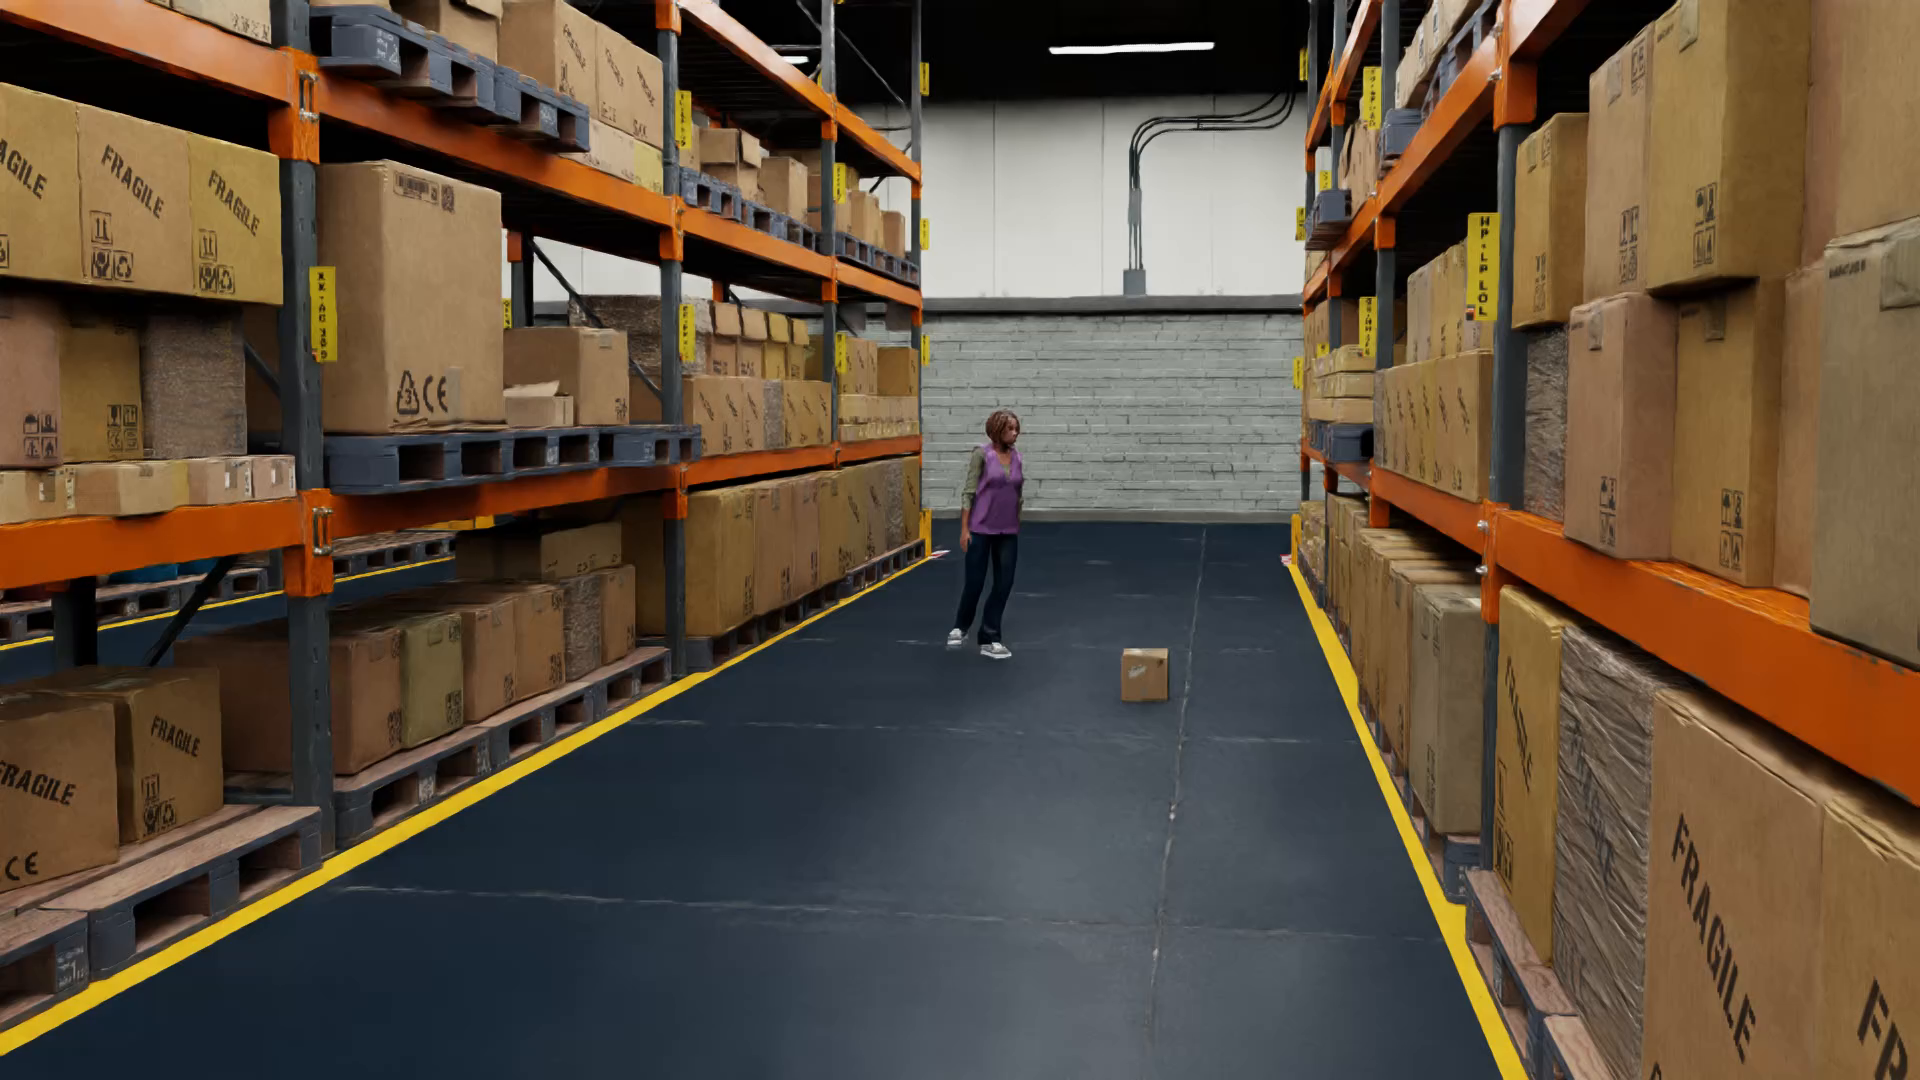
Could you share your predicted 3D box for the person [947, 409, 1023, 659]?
[{"bbox_3d":[0.168,-0.045,10.675,0.471,1.587,0.499,-2,5,-27],"label":"person"}]
